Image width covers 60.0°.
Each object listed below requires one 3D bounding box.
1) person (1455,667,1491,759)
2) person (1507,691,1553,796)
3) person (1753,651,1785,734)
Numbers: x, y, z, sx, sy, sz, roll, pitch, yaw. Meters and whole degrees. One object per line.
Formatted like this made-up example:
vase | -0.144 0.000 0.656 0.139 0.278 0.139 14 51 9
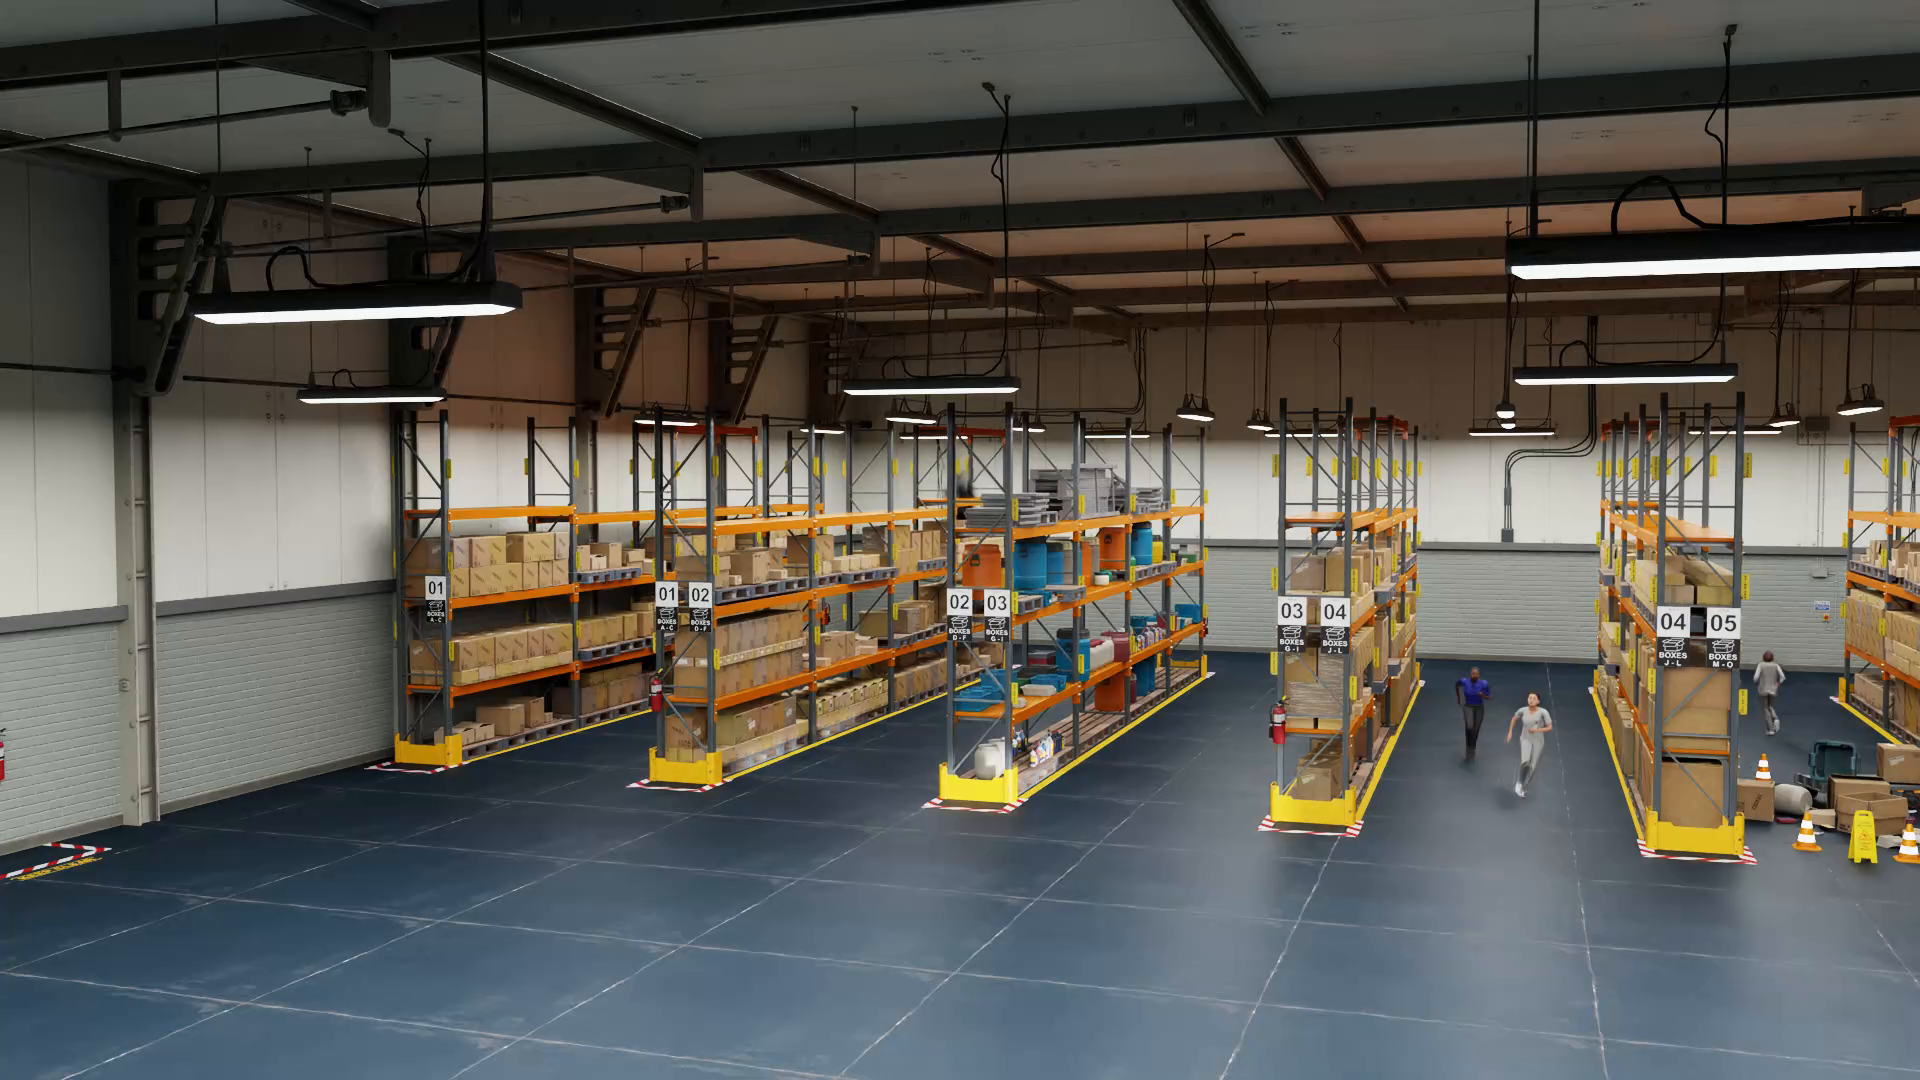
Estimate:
person | 8.840 2.961 28.663 0.566 1.601 0.869 0 2 9
person | 8.668 3.104 25.296 0.637 1.627 0.591 1 3 15
person | 15.251 2.872 31.421 0.521 1.567 0.540 0 2 9
